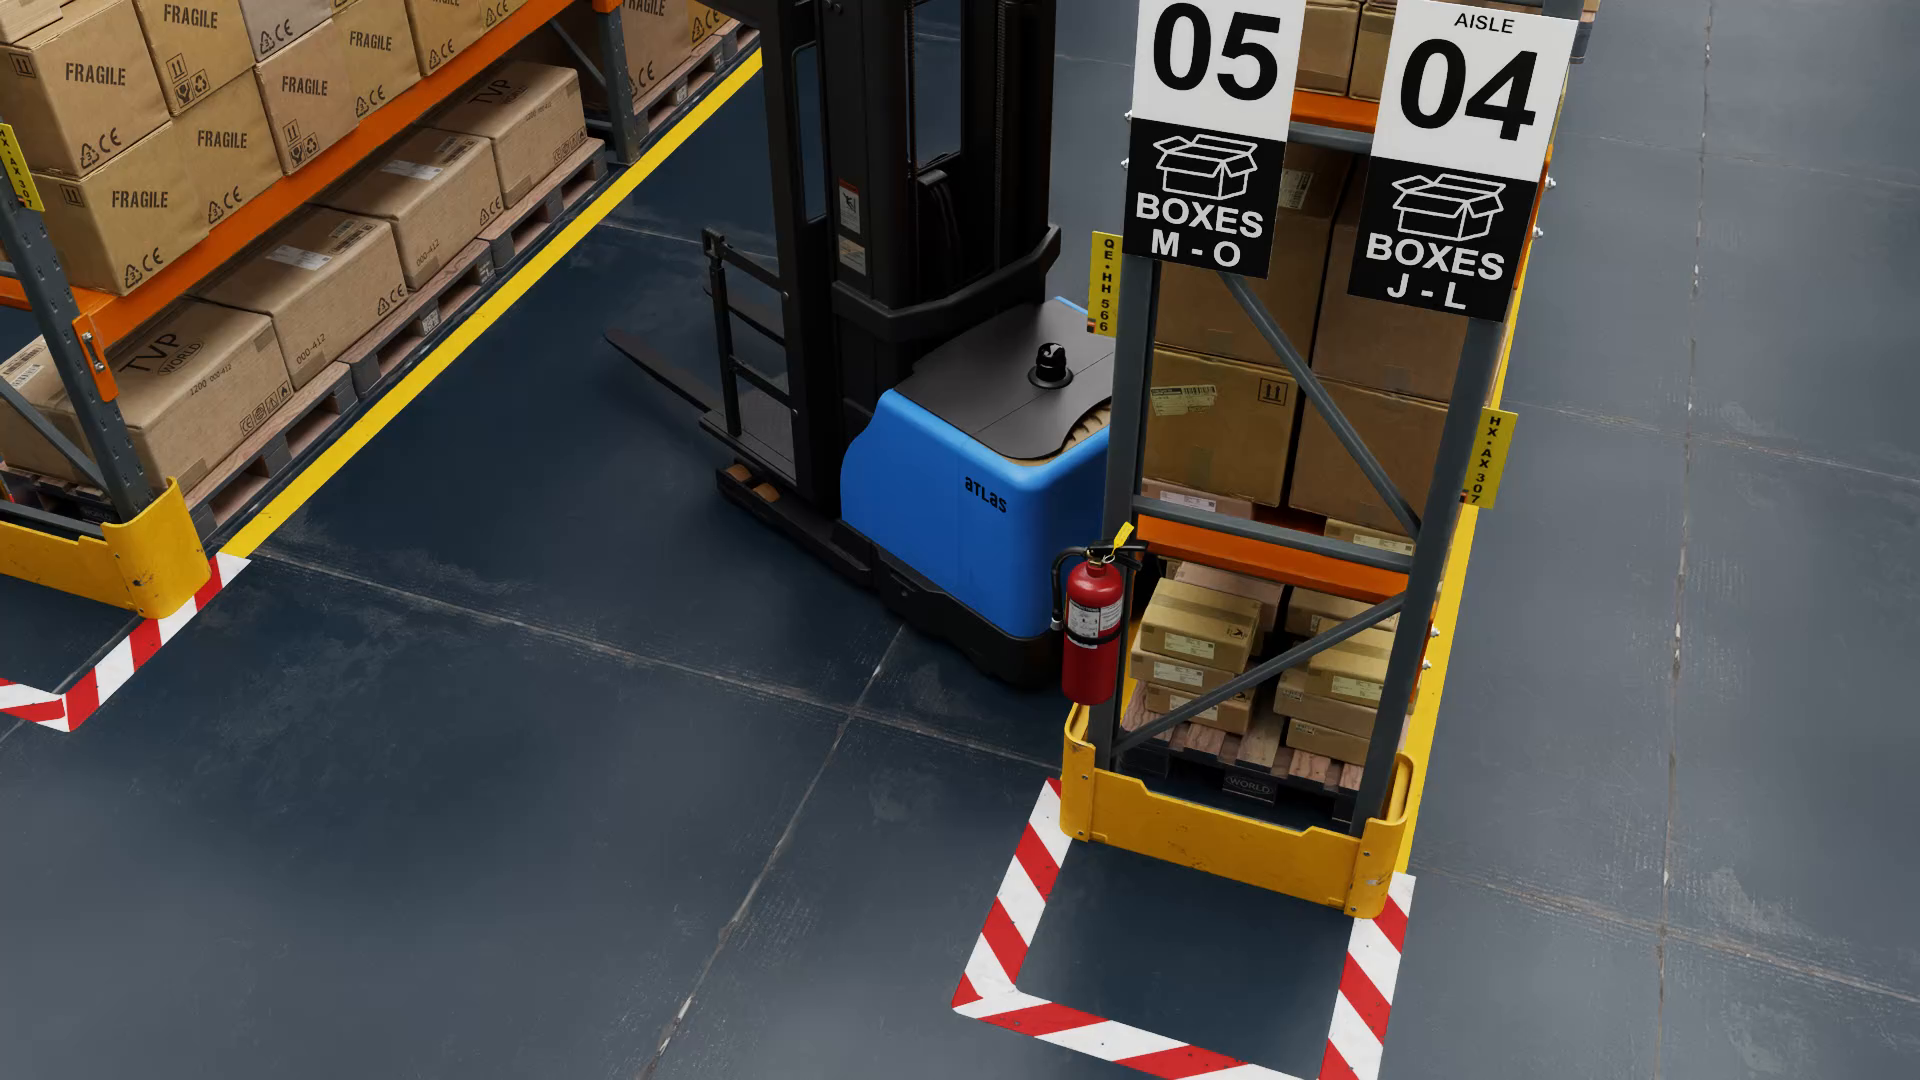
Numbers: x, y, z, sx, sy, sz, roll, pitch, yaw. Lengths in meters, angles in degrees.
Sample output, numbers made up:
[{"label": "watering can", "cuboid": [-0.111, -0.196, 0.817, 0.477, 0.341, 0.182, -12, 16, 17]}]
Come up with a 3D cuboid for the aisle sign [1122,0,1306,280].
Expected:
[{"label": "aisle sign", "cuboid": [0.617, -1.023, 4.135, 0.394, 0.787, 0.004, 13, 42, 15]}]

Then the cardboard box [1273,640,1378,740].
[{"label": "cardboard box", "cuboid": [1.344, 0.537, 5.953, 0.380, 0.149, 0.250, 15, 43, 17]}]

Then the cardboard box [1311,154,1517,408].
[{"label": "cardboard box", "cuboid": [1.327, -0.758, 4.751, 0.500, 0.500, 0.500, 13, 42, 15]}]

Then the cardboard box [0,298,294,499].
[{"label": "cardboard box", "cuboid": [-3.631, -0.659, 7.362, 0.875, 0.438, 0.875, 12, 42, 14]}]

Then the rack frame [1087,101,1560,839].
[{"label": "rack frame", "cuboid": [0.924, -0.012, 4.953, 1.000, 3.000, 0.127, 13, 42, 15]}]

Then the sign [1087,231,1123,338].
[{"label": "sign", "cuboid": [0.409, -0.708, 4.633, 0.100, 0.325, 0.005, 13, 42, 15]}]

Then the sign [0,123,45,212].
[{"label": "sign", "cuboid": [-3.243, -1.282, 5.713, 0.100, 0.325, 0.005, 13, 42, 15]}]

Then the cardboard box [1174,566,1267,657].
[{"label": "cardboard box", "cuboid": [0.976, 0.267, 6.270, 0.380, 0.149, 0.250, 12, 42, 14]}]

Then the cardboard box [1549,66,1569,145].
[{"label": "cardboard box", "cuboid": [1.692, -1.380, 5.480, 0.500, 0.500, 0.500, 12, 42, 14]}]

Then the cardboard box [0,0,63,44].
[{"label": "cardboard box", "cuboid": [-3.381, -1.869, 5.783, 0.380, 0.149, 0.250, 14, 42, 16]}]

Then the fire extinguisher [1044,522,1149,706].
[{"label": "fire extinguisher", "cuboid": [0.404, 0.211, 5.039, 0.296, 0.674, 0.183, 13, 42, 15]}]

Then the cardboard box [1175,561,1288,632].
[{"label": "cardboard box", "cuboid": [1.007, 0.167, 6.158, 0.380, 0.149, 0.250, 14, 42, 16]}]

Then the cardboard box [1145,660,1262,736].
[{"label": "cardboard box", "cuboid": [0.908, 0.546, 6.172, 0.380, 0.149, 0.250, 14, 42, 16]}]

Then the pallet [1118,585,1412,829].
[{"label": "pallet", "cuboid": [1.261, 0.515, 6.484, 1.003, 0.211, 1.213, 13, 42, 15]}]

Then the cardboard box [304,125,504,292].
[{"label": "cardboard box", "cuboid": [-3.016, -1.768, 8.662, 0.875, 0.438, 0.875, 12, 42, 14]}]

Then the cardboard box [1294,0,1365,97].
[{"label": "cardboard box", "cuboid": [0.831, -1.432, 4.422, 0.500, 0.250, 0.500, 12, 42, 14]}]

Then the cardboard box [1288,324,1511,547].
[{"label": "cardboard box", "cuboid": [1.337, -0.376, 5.073, 0.500, 0.500, 0.500, 15, 43, 17]}]

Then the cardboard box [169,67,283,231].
[{"label": "cardboard box", "cuboid": [-3.181, -1.631, 6.773, 0.500, 0.500, 0.500, 13, 42, 14]}]

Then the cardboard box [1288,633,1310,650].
[{"label": "cardboard box", "cuboid": [1.416, 0.487, 6.242, 0.380, 0.149, 0.250, 13, 42, 15]}]

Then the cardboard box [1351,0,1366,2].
[{"label": "cardboard box", "cuboid": [0.842, -1.624, 4.261, 0.500, 0.250, 0.500, 12, 42, 14]}]

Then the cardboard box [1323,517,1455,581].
[{"label": "cardboard box", "cuboid": [1.343, -0.041, 5.181, 0.380, 0.149, 0.250, 13, 42, 15]}]

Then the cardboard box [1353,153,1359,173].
[{"label": "cardboard box", "cuboid": [1.020, -1.187, 5.253, 0.500, 0.500, 0.500, 12, 42, 14]}]

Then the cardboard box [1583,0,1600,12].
[{"label": "cardboard box", "cuboid": [2.859, -2.654, 7.920, 0.380, 0.149, 0.250, 11, 42, 13]}]

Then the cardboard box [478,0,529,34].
[{"label": "cardboard box", "cuboid": [-2.484, -2.872, 8.228, 0.500, 0.500, 0.500, 12, 42, 14]}]

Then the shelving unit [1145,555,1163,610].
[{"label": "shelving unit", "cuboid": [0.849, -0.318, 6.653, 0.258, 1.200, 0.503, 13, 41, -2]}]

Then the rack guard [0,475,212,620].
[{"label": "rack guard", "cuboid": [-3.770, -0.083, 6.963, 1.175, 0.500, 0.348, 13, 42, 15]}]

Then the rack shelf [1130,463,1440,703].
[{"label": "rack shelf", "cuboid": [1.608, -0.958, 6.616, 1.077, 0.370, 4.000, 13, 42, 15]}]

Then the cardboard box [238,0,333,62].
[{"label": "cardboard box", "cuboid": [-2.992, -2.329, 6.822, 0.500, 0.500, 0.500, 13, 42, 15]}]

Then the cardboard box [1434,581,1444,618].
[{"label": "cardboard box", "cuboid": [1.610, 0.122, 6.210, 0.380, 0.149, 0.250, 13, 42, 15]}]

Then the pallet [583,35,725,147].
[{"label": "pallet", "cuboid": [-2.201, -2.915, 10.504, 1.003, 0.211, 1.213, 13, 42, 15]}]

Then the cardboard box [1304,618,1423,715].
[{"label": "cardboard box", "cuboid": [1.422, 0.442, 5.835, 0.380, 0.149, 0.250, 11, 42, 13]}]

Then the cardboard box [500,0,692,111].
[{"label": "cardboard box", "cuboid": [-2.258, -3.236, 10.045, 0.875, 0.875, 0.875, 15, 43, 16]}]

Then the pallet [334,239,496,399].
[{"label": "pallet", "cuboid": [-3.143, -1.235, 8.535, 1.003, 0.211, 1.213, 13, 42, 15]}]

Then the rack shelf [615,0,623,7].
[{"label": "rack shelf", "cuboid": [-1.710, -4.435, 10.691, 1.077, 0.370, 4.000, 13, 42, 15]}]

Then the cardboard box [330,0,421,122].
[{"label": "cardboard box", "cuboid": [-2.835, -2.246, 7.495, 0.500, 0.500, 0.500, 15, 43, 17]}]

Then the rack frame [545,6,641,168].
[{"label": "rack frame", "cuboid": [-2.394, -3.489, 9.028, 1.000, 3.000, 0.127, 13, 42, 15]}]

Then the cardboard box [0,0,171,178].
[{"label": "cardboard box", "cuboid": [-3.330, -1.697, 6.080, 0.500, 0.500, 0.500, 12, 42, 14]}]

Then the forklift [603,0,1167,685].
[{"label": "forklift", "cuboid": [-0.441, -1.407, 6.640, 1.130, 2.935, 3.031, -33, 50, -32]}]
